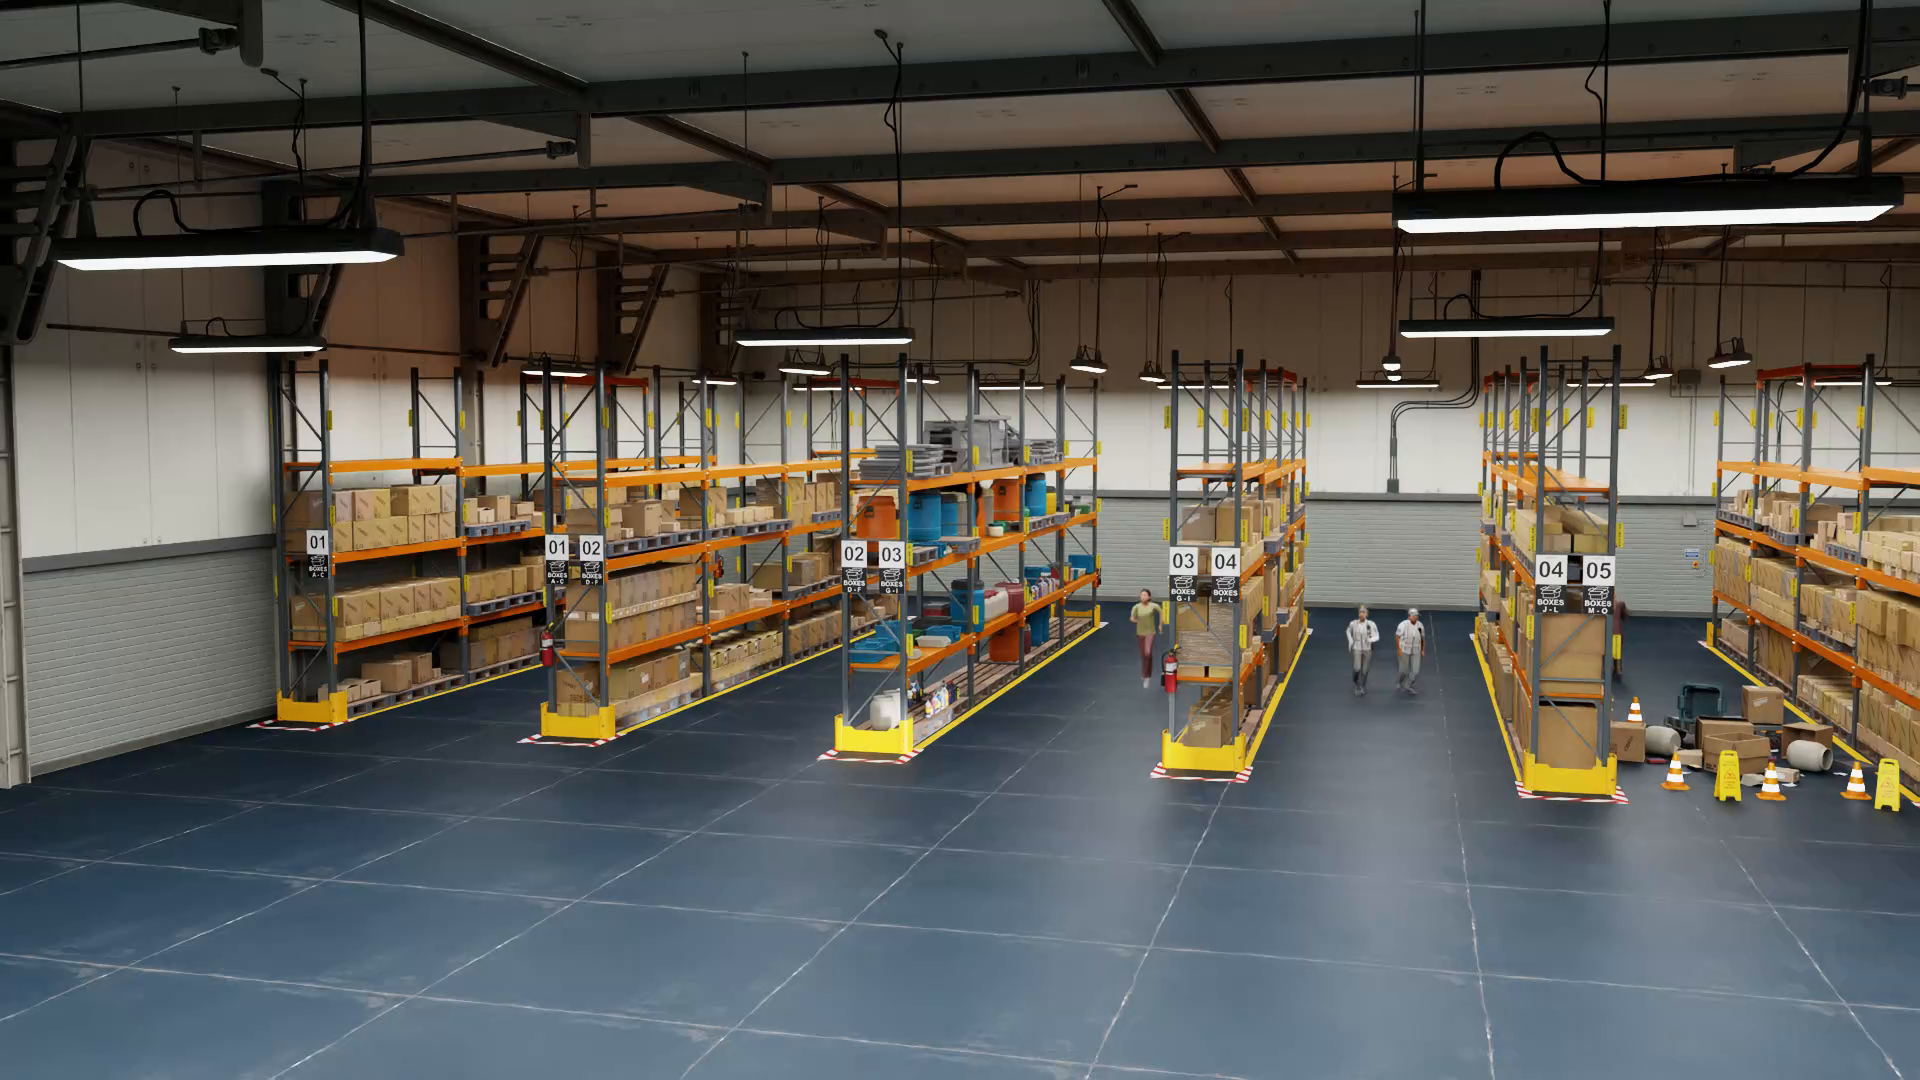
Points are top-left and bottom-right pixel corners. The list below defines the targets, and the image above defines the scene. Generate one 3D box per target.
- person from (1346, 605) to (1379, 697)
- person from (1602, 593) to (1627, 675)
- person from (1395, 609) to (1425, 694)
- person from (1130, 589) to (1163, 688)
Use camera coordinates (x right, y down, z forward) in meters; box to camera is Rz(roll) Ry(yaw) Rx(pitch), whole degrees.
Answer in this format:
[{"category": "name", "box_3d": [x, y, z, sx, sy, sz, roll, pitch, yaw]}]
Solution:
[{"category": "person", "box_3d": [7.261, 2.003, 29.975, 0.569, 1.673, 0.644, 1, 4, 11]}, {"category": "person", "box_3d": [12.758, 1.803, 32.611, 0.697, 1.742, 1.049, 0, 4, 7]}, {"category": "person", "box_3d": [8.235, 2.026, 30.469, 0.545, 1.579, 0.671, 0, 4, 1]}, {"category": "person", "box_3d": [3.342, 1.753, 29.898, 0.558, 1.768, 0.772, 2, 4, 21]}]
